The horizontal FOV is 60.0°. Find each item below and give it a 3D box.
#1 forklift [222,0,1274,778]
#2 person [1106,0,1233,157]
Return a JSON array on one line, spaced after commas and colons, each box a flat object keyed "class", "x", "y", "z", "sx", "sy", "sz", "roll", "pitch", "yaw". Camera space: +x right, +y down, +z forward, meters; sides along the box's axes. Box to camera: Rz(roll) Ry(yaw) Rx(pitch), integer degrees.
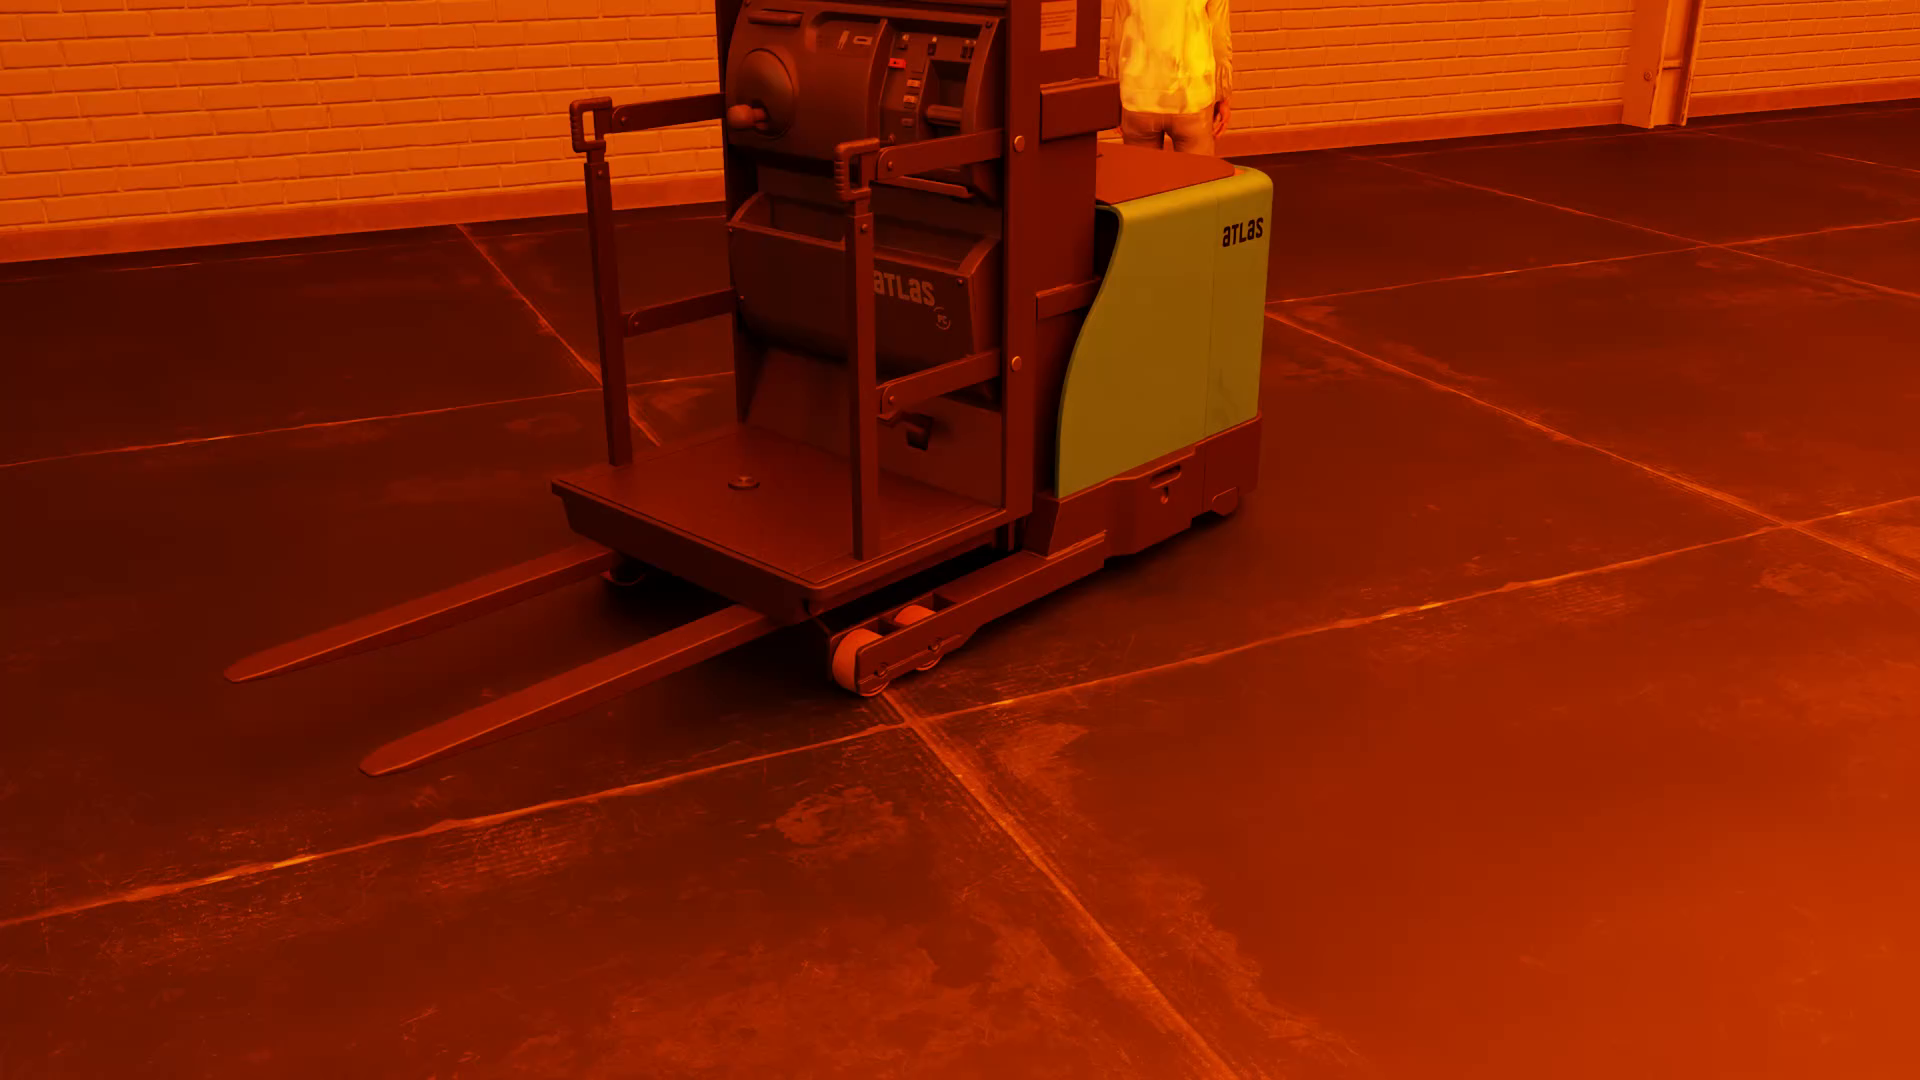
[{"class": "forklift", "x": -0.413, "y": -1.182, "z": 4.131, "sx": 1.130, "sy": 2.935, "sz": 3.031, "roll": 19, "pitch": 29, "yaw": 39}, {"class": "person", "x": 0.960, "y": -2.018, "z": 7.659, "sx": 0.580, "sy": 1.769, "sz": 0.466, "roll": 6, "pitch": 23, "yaw": 15}]
